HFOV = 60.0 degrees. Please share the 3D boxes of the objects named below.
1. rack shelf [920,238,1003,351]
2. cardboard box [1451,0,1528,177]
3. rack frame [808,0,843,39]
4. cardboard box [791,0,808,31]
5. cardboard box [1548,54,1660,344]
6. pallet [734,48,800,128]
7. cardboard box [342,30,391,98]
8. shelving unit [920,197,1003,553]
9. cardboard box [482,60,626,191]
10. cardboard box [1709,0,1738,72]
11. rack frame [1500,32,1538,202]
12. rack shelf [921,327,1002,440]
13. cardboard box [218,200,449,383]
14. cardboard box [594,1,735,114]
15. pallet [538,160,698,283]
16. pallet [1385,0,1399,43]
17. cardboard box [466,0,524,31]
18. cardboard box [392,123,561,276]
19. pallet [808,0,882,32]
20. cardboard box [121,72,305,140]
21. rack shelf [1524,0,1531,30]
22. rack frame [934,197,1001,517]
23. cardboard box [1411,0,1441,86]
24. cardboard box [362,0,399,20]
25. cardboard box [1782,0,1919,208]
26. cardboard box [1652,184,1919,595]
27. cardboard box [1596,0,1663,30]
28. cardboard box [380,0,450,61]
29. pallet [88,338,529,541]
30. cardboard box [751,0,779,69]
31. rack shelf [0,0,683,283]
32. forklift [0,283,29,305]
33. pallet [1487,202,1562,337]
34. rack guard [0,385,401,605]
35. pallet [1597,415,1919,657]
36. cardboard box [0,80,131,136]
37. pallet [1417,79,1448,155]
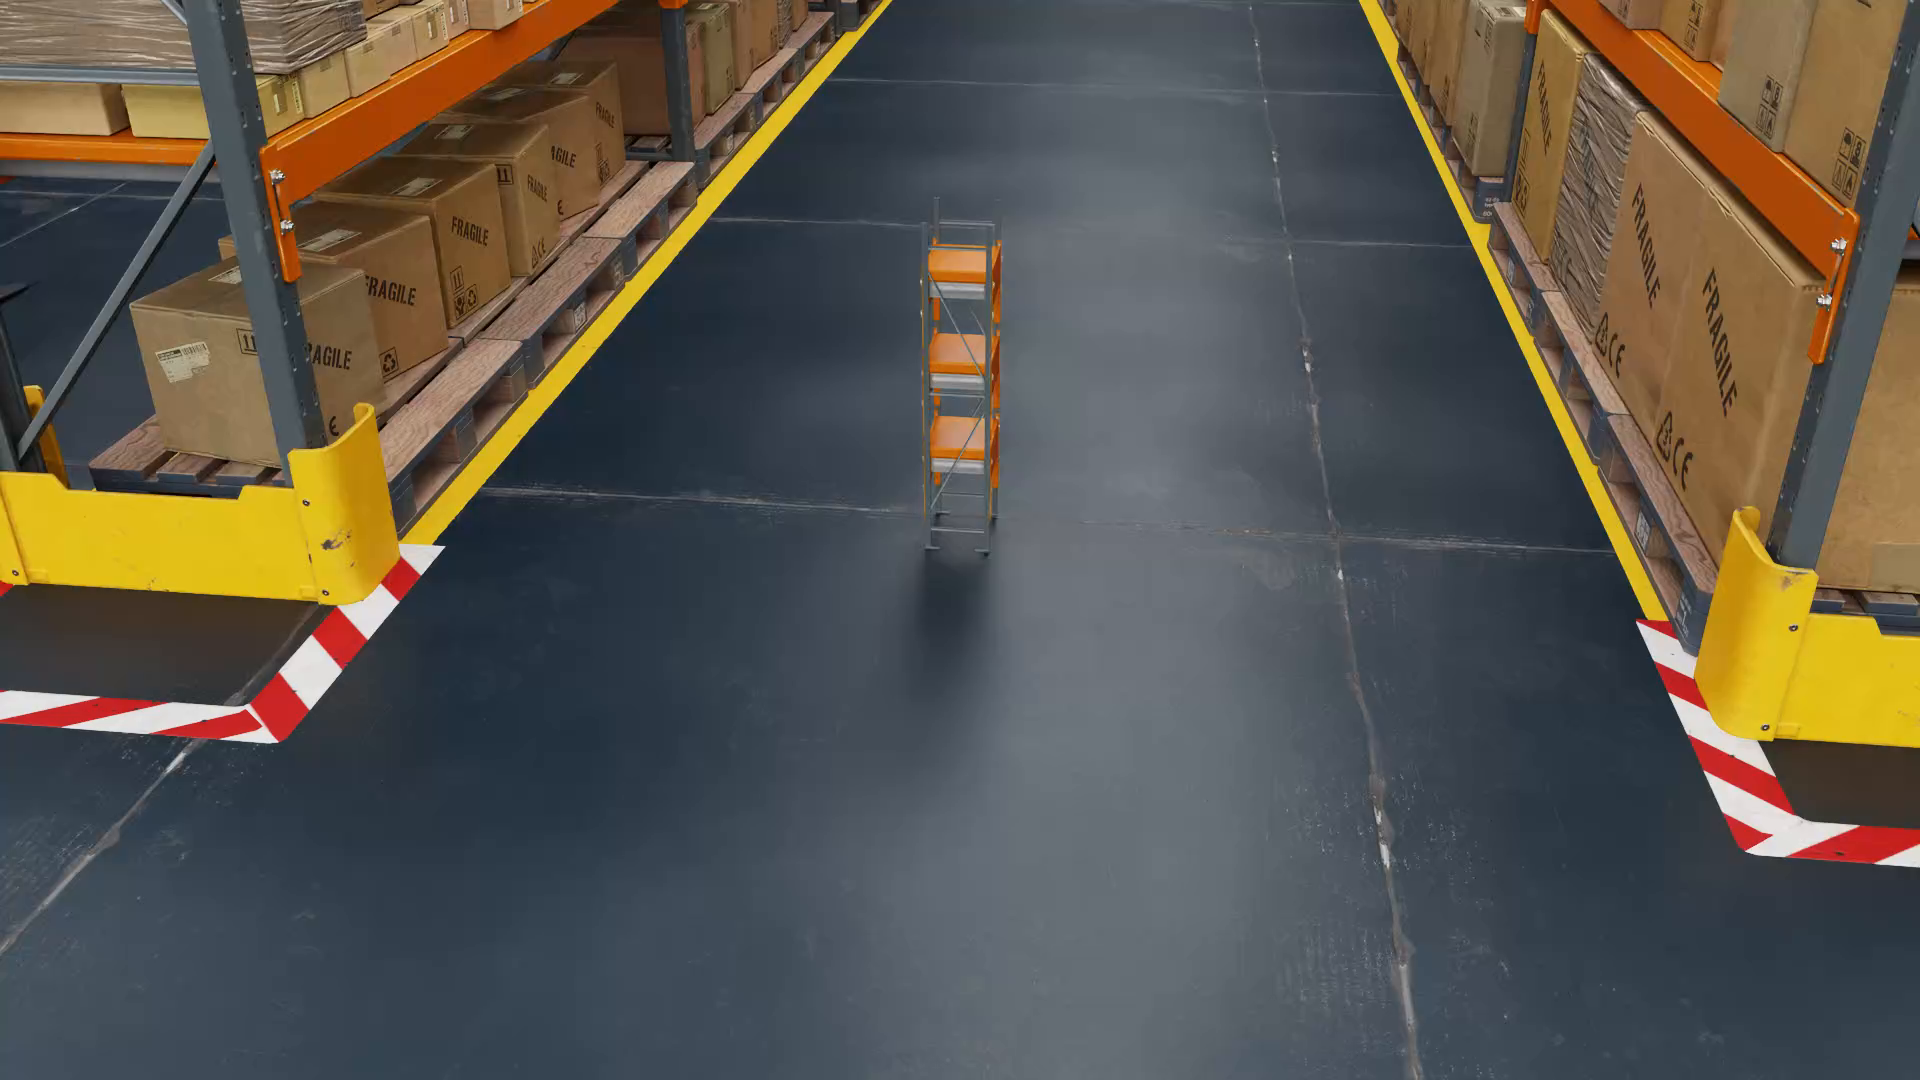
[{"bbox_3d":[0.007,-0.728,4.918,0.215,0.259,0.240,3,28,6],"label":"rack shelf"},{"bbox_3d":[3.054,-2.243,8.180,1.050,0.750,0.750,3,28,6],"label":"cardboard box"},{"bbox_3d":[-1.353,-4.970,11.312,1.000,3.000,0.127,3,28,6],"label":"rack frame"},{"bbox_3d":[-1.416,-3.747,11.213,0.700,0.500,0.500,2,28,4],"label":"cardboard box"},{"bbox_3d":[2.814,-1.284,6.268,0.875,0.875,0.875,4,29,7],"label":"cardboard box"},{"bbox_3d":[-1.603,-2.802,10.228,1.003,0.211,1.213,3,28,6],"label":"pallet"},{"bbox_3d":[-1.967,-1.447,5.039,0.380,0.149,0.250,3,28,6],"label":"cardboard box"},{"bbox_3d":[0.007,-0.487,5.048,0.215,1.050,0.252,3,28,6],"label":"shelving unit"},{"bbox_3d":[-1.932,-1.985,7.965,0.500,0.500,0.500,3,28,5],"label":"cardboard box"},{"bbox_3d":[2.816,-1.628,4.951,0.875,0.550,0.550,3,28,6],"label":"cardboard box"},{"bbox_3d":[3.067,-2.751,7.194,1.000,3.000,0.127,3,28,6],"label":"rack frame"},{"bbox_3d":[0.007,-0.478,5.053,0.215,0.259,0.240,3,28,6],"label":"rack shelf"},{"bbox_3d":[-2.201,-0.865,5.886,0.500,0.500,0.500,11,30,19],"label":"cardboard box"},{"bbox_3d":[-1.670,-2.691,9.255,0.700,0.500,0.500,3,28,6],"label":"cardboard box"},{"bbox_3d":[-1.891,-1.541,7.888,1.003,0.211,1.213,3,28,6],"label":"pallet"},{"bbox_3d":[3.654,-3.774,12.033,1.003,0.211,1.213,3,28,6],"label":"pallet"},{"bbox_3d":[-1.782,-1.914,5.905,0.380,0.149,0.250,3,28,6],"label":"cardboard box"},{"bbox_3d":[-1.993,-1.419,6.913,0.500,0.500,0.500,1,28,2],"label":"cardboard box"},{"bbox_3d":[-1.182,-4.109,12.654,1.003,0.211,1.213,3,28,6],"label":"pallet"},{"bbox_3d":[-2.062,-1.214,4.605,0.380,0.149,0.250,3,28,6],"label":"cardboard box"},{"bbox_3d":[3.312,-3.376,9.112,1.077,0.370,4.000,3,28,6],"label":"rack shelf"},{"bbox_3d":[0.022,-0.545,5.154,0.200,1.050,0.008,3,28,6],"label":"rack frame"},{"bbox_3d":[3.289,-3.135,9.836,1.050,0.750,0.750,4,29,7],"label":"cardboard box"},{"bbox_3d":[-2.297,-1.879,5.156,0.875,0.500,0.500,3,28,6],"label":"cardboard box"},{"bbox_3d":[2.577,-1.112,3.993,0.875,0.550,0.550,3,28,6],"label":"cardboard box"},{"bbox_3d":[2.594,-0.441,4.703,0.875,0.875,0.875,4,29,6],"label":"cardboard box"},{"bbox_3d":[2.806,-2.135,5.893,0.875,0.550,0.550,3,28,6],"label":"cardboard box"},{"bbox_3d":[-1.919,-1.683,5.477,0.380,0.149,0.250,3,28,6],"label":"cardboard box"},{"bbox_3d":[-2.190,-0.393,5.756,1.003,0.211,1.213,3,28,6],"label":"pallet"},{"bbox_3d":[-1.533,-3.217,10.231,0.700,0.500,0.500,6,29,10],"label":"cardboard box"},{"bbox_3d":[-2.089,-1.829,6.241,1.077,0.370,4.000,3,28,6],"label":"rack shelf"},{"bbox_3d":[-4.503,-1.481,4.909,1.130,2.935,3.031,8,29,15],"label":"forklift"},{"bbox_3d":[2.896,-1.170,7.199,1.003,0.211,1.213,3,28,6],"label":"pallet"},{"bbox_3d":[-2.324,-0.139,4.982,1.175,0.500,0.348,3,28,6],"label":"rack guard"},{"bbox_3d":[2.597,-0.022,5.068,1.003,0.211,1.213,3,28,6],"label":"pallet"},{"bbox_3d":[-2.504,-1.240,4.653,0.380,0.149,0.250,3,28,6],"label":"cardboard box"},{"bbox_3d":[3.234,-2.467,9.607,1.003,0.211,1.213,3,28,6],"label":"pallet"}]
